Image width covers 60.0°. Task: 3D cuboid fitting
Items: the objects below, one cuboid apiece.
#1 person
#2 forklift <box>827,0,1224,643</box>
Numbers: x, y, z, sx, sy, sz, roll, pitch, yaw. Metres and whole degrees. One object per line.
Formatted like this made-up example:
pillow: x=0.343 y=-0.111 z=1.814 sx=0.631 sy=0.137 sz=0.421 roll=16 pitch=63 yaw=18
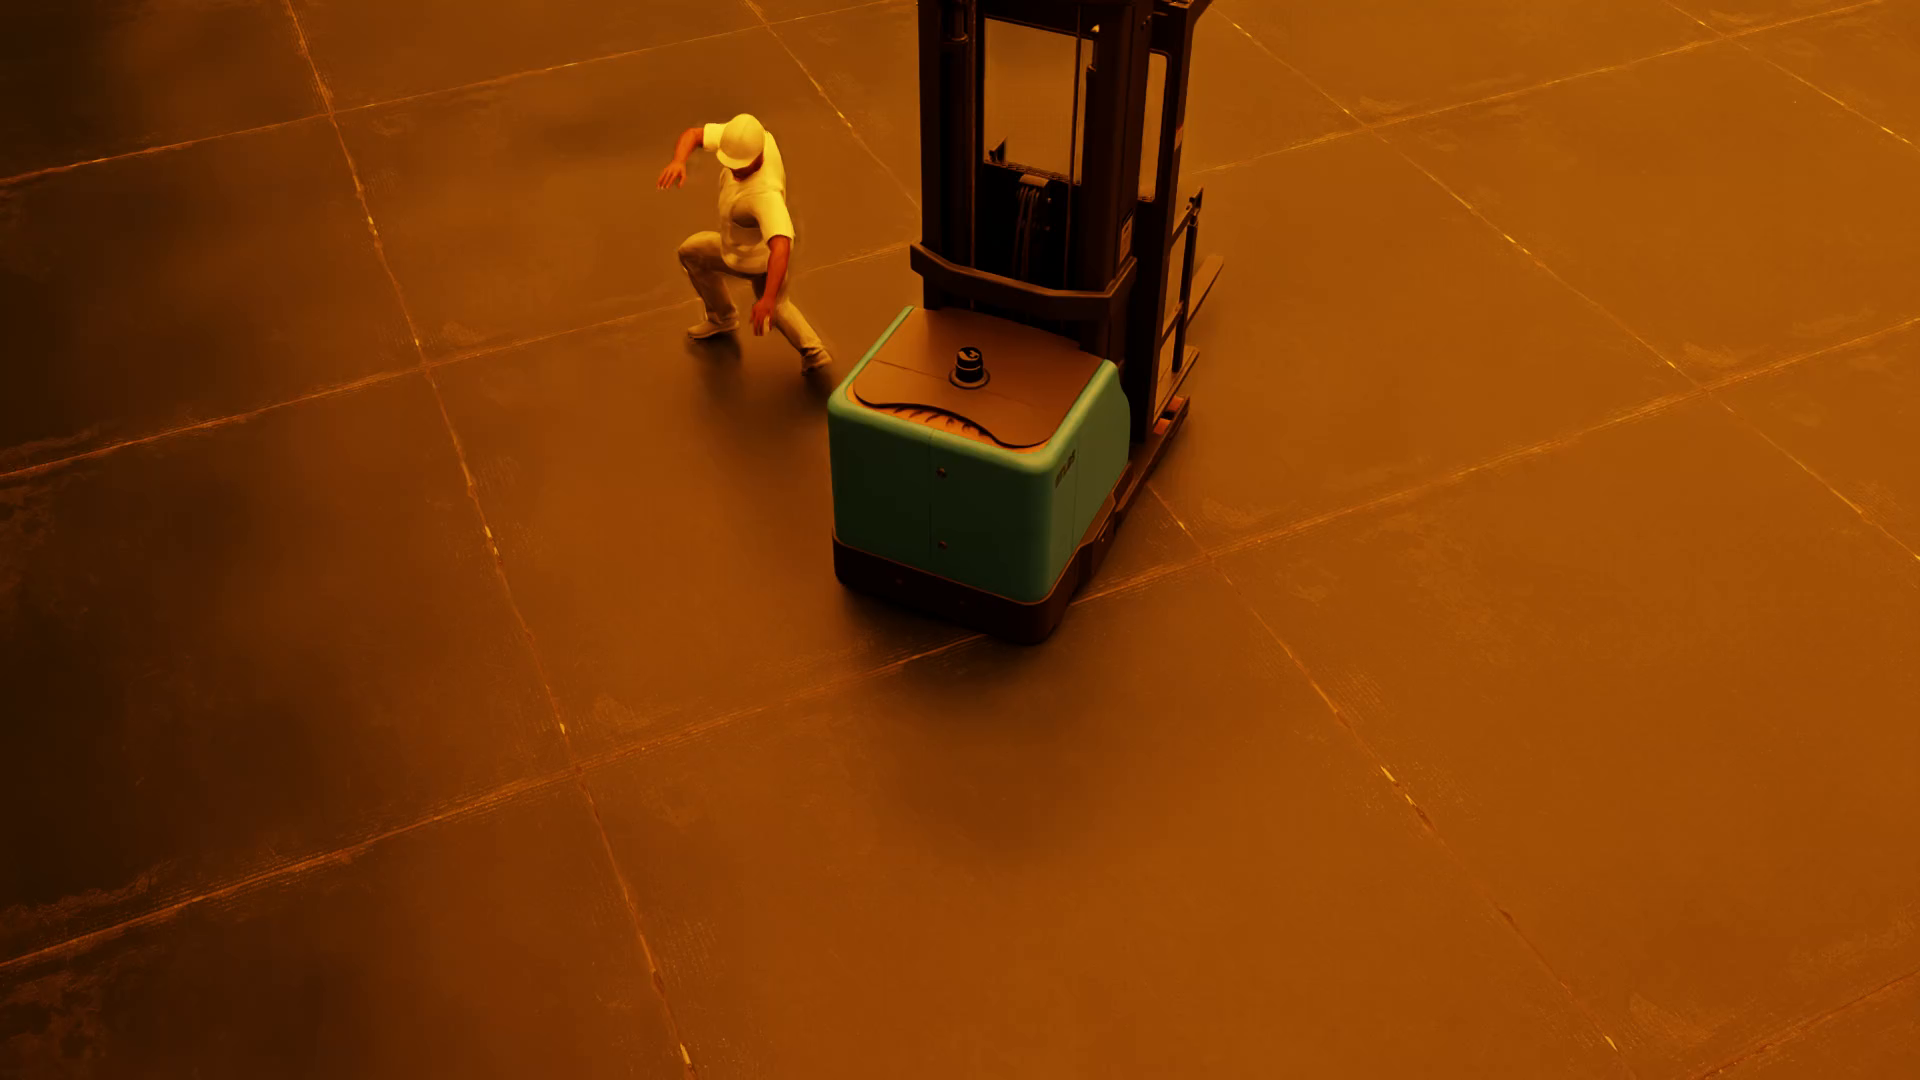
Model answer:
person: x=-1.118 y=-1.419 z=8.283 sx=0.973 sy=1.502 sz=0.839 roll=19 pitch=46 yaw=19
forklift: x=0.511 y=-1.632 z=7.429 sx=1.130 sy=2.935 sz=3.031 roll=18 pitch=46 yaw=18
